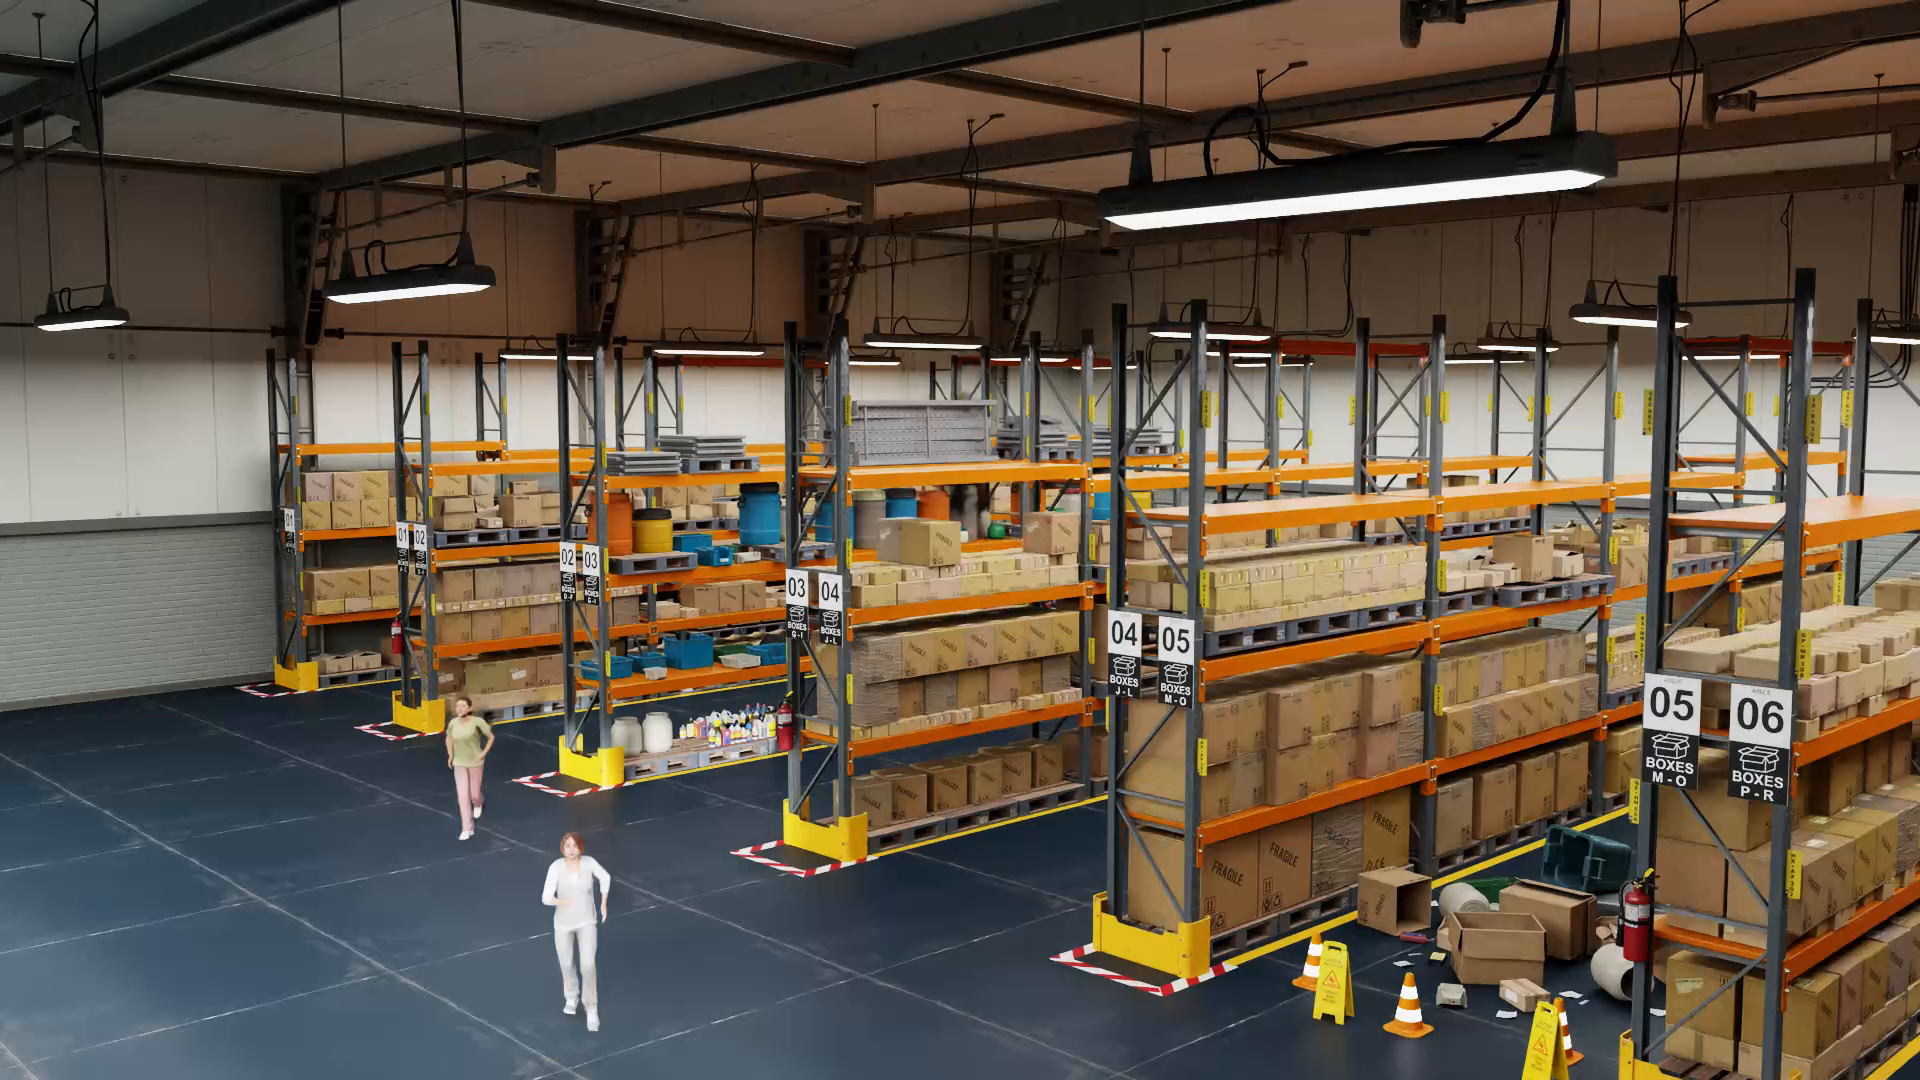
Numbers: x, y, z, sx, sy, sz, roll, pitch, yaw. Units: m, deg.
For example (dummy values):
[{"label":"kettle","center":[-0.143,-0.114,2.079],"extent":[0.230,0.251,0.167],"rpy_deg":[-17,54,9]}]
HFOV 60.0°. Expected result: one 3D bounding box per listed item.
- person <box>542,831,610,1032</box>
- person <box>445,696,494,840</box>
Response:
[{"label":"person","center":[-3.141,3.195,13.624],"extent":[0.526,1.647,0.684],"rpy_deg":[-1,5,-8]},{"label":"person","center":[-5.773,2.643,19.602],"extent":[0.580,1.657,0.777],"rpy_deg":[0,5,-1]}]
